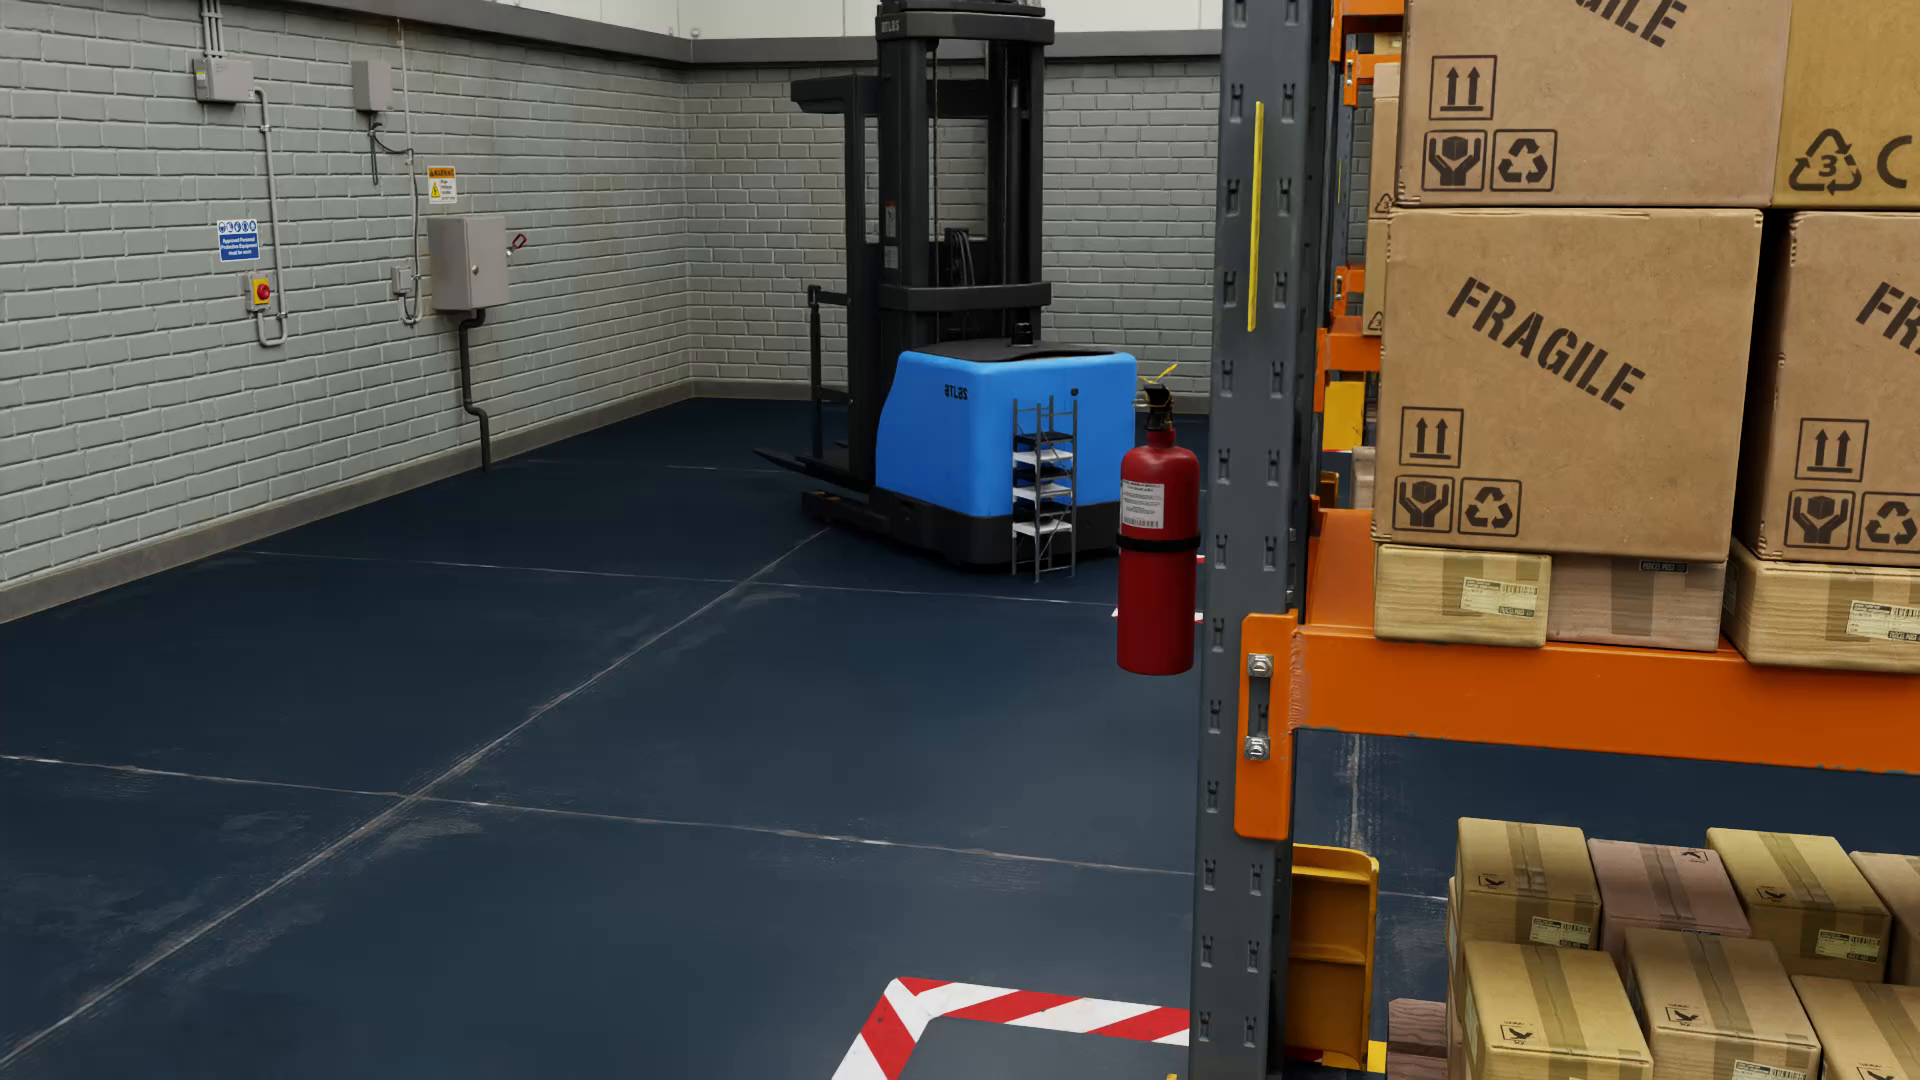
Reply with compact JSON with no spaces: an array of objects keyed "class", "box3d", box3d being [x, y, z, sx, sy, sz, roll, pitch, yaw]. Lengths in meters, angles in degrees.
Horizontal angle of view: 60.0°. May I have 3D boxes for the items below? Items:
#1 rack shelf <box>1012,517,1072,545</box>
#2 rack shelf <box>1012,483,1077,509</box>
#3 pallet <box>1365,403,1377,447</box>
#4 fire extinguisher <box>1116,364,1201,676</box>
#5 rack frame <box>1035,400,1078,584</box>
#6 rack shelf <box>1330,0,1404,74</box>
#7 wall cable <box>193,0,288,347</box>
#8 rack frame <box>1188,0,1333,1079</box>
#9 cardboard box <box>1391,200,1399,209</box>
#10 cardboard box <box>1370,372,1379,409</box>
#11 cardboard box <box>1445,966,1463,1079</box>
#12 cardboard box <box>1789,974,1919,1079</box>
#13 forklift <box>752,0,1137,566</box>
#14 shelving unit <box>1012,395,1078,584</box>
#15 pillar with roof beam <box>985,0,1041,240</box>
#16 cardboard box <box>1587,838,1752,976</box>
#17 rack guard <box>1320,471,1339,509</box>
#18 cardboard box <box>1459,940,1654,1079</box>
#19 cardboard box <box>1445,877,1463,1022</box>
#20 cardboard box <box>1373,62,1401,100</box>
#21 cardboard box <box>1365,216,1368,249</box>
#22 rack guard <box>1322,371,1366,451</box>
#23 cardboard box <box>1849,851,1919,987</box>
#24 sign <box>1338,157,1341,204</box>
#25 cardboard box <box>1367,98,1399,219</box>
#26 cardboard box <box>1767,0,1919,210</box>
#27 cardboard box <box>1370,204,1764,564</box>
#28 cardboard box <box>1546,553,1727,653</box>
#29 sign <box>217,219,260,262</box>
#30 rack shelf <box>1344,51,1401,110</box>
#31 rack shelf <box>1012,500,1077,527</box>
[{"class":"rack shelf","box3d":[0.422,-0.046,8.349,0.258,0.077,0.200,-8,15,-31]},{"class":"rack shelf","box3d":[0.422,-0.222,8.310,0.258,0.077,0.200,-8,15,-31]},{"class":"pallet","box3d":[3.685,-0.846,12.561,1.213,0.211,1.003,3,13,14]},{"class":"fire extinguisher","box3d":[0.429,-0.053,3.586,0.183,0.674,0.296,3,13,14]},{"class":"rack frame","box3d":[0.476,-0.236,8.219,0.240,0.900,0.006,-8,15,-31]},{"class":"rack shelf","box3d":[3.593,-2.218,7.042,4.000,0.370,1.077,3,13,14]},{"class":"wall cable","box3d":[-3.829,-2.008,8.940,0.123,1.953,0.585,3,13,14]},{"class":"rack frame","box3d":[0.563,-0.163,3.041,0.127,3.000,1.000,3,13,14]},{"class":"cardboard box","box3d":[1.061,-0.387,3.137,0.500,0.500,0.500,3,13,15]},{"class":"cardboard box","box3d":[3.408,-1.187,12.454,0.637,0.503,0.797,3,13,11]},{"class":"cardboard box","box3d":[1.124,1.008,3.379,0.250,0.149,0.380,3,13,14]},{"class":"cardboard box","box3d":[1.501,0.861,2.665,0.250,0.149,0.380,3,13,13]},{"class":"forklift","box3d":[-0.273,-1.567,9.532,1.130,2.935,3.031,-8,15,-31]},{"class":"shelving unit","box3d":[0.422,-0.254,8.303,0.258,0.900,0.210,-8,15,-31]},{"class":"pillar with roof beam","box3d":[-0.597,-4.606,9.217,0.400,9.000,9.100,3,13,14]},{"class":"cardboard box","box3d":[1.368,0.733,3.243,0.250,0.149,0.380,3,13,15]},{"class":"rack guard","box3d":[1.628,0.010,8.033,0.348,0.500,1.175,3,13,14]},{"class":"cardboard box","box3d":[0.990,0.832,2.796,0.250,0.149,0.380,2,13,11]},{"class":"cardboard box","box3d":[1.144,0.846,3.419,0.250,0.149,0.380,3,13,12]},{"class":"cardboard box","box3d":[1.929,-1.986,7.222,0.250,0.149,0.380,3,13,15]},{"class":"cardboard box","box3d":[3.212,-2.245,12.085,0.500,0.250,0.500,3,13,14]},{"class":"rack guard","box3d":[2.910,-1.029,12.715,0.348,0.500,1.175,3,13,14]},{"class":"cardboard box","box3d":[1.886,0.747,3.183,0.250,0.149,0.380,3,13,11]},{"class":"sign","box3d":[2.707,-2.561,11.854,0.005,0.325,0.100,3,13,14]},{"class":"cardboard box","box3d":[2.049,-1.661,7.255,0.500,0.500,0.500,3,13,12]},{"class":"cardboard box","box3d":[1.427,-0.741,2.421,0.500,0.500,0.500,3,13,15]},{"class":"cardboard box","box3d":[0.933,-0.275,2.631,0.500,0.500,0.500,4,13,16]},{"class":"cardboard box","box3d":[1.056,0.050,2.662,0.250,0.149,0.380,4,13,16]},{"class":"sign","box3d":[-3.900,-1.621,8.993,0.001,0.218,0.327,3,13,14]},{"class":"rack shelf","box3d":[4.778,-3.262,11.748,4.000,0.370,1.077,3,13,14]},{"class":"rack shelf","box3d":[0.422,-0.134,8.329,0.258,0.077,0.200,-8,15,-31]}]
